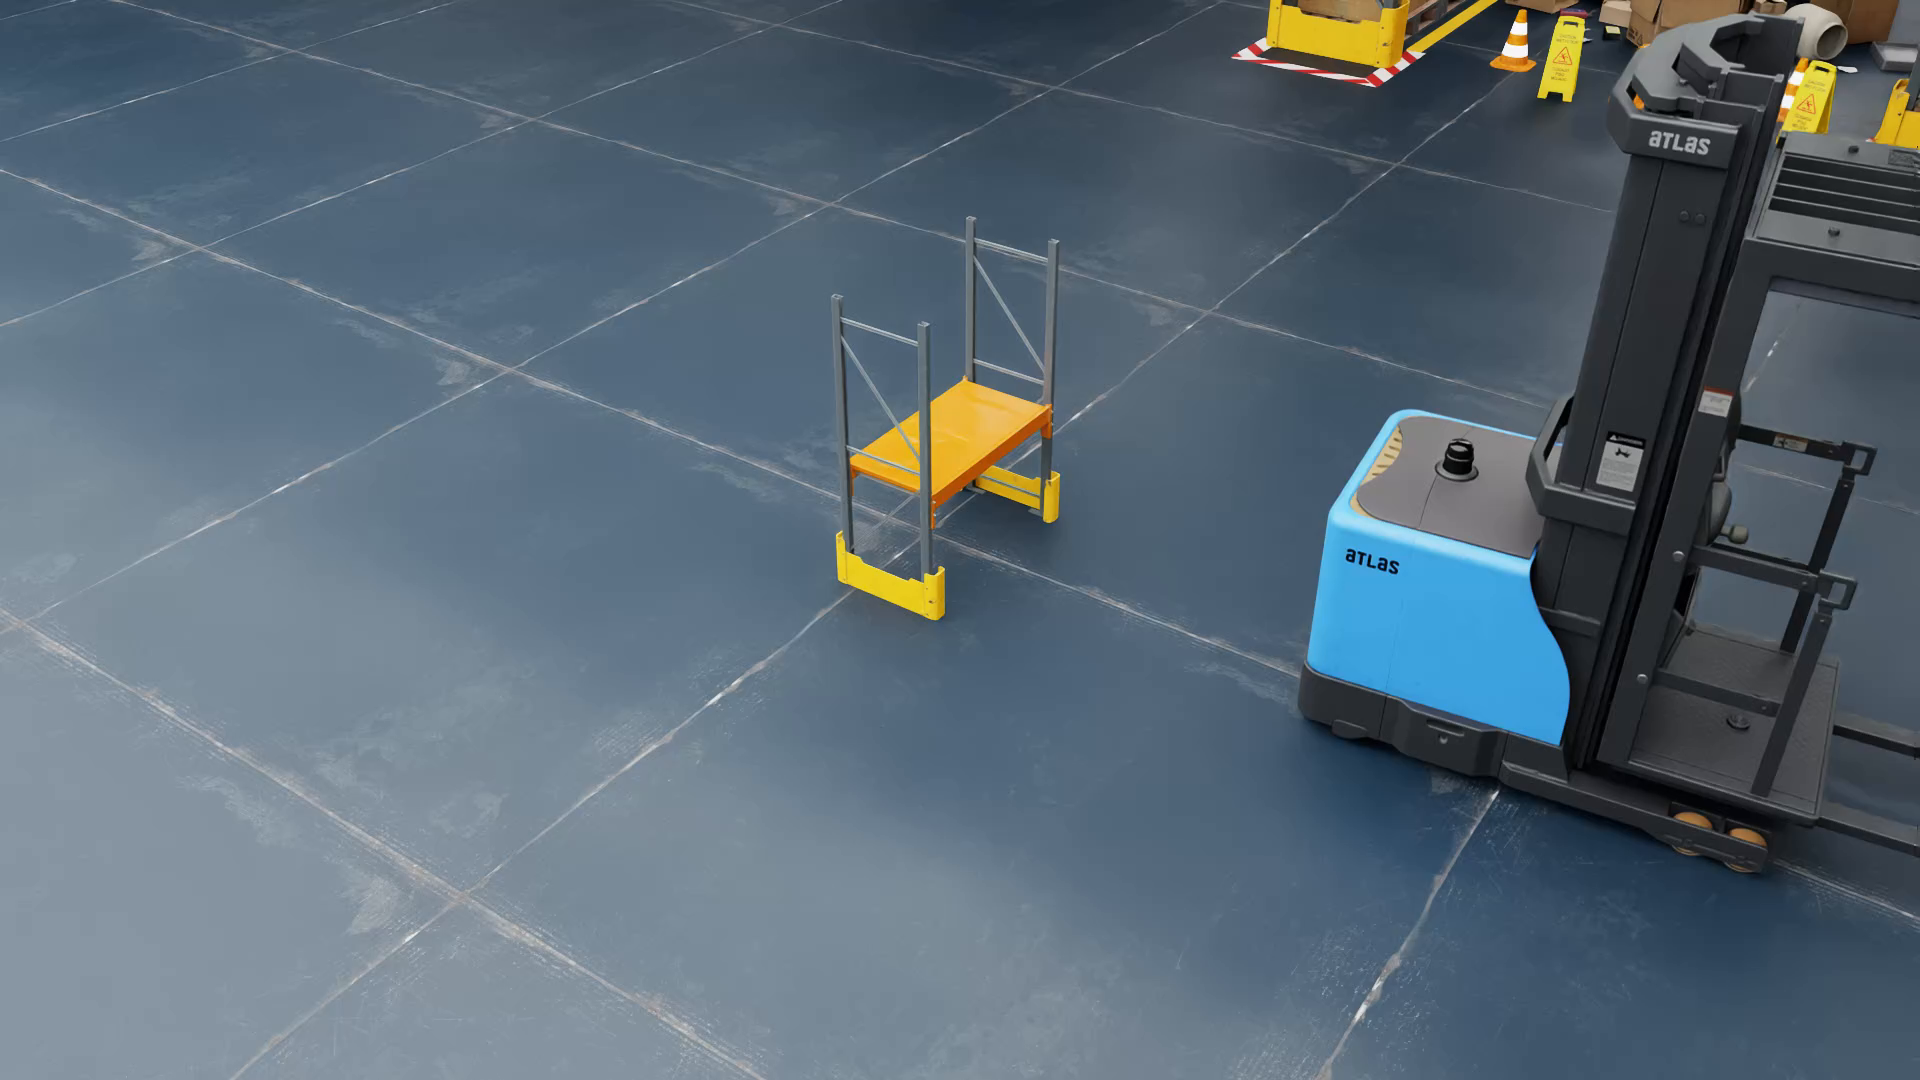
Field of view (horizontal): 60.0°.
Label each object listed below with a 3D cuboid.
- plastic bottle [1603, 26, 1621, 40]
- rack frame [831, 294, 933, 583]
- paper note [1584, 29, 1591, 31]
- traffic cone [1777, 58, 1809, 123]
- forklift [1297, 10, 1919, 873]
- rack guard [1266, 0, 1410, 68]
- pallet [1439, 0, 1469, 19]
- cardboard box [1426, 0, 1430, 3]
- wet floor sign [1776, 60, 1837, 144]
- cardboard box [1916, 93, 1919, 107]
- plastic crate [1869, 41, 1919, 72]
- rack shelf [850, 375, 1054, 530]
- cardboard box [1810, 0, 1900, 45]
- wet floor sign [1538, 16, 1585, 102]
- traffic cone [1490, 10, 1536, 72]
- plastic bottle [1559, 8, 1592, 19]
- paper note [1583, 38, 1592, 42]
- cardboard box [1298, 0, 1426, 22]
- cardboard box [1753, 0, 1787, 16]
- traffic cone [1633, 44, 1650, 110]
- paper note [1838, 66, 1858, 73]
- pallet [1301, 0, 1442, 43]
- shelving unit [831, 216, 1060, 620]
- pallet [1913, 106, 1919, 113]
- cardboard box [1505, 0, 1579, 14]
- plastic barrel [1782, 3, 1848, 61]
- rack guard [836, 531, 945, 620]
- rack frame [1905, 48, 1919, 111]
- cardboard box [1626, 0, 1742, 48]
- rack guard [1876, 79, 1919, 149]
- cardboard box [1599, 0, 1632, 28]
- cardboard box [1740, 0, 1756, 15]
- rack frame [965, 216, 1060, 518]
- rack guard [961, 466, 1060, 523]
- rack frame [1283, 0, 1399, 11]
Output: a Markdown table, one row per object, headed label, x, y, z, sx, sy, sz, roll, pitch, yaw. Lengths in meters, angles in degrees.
| label | x | y | z | sx | sy | sz | roll | pitch | yaw |
| --- | --- | --- | --- | --- | --- | --- | --- | --- | --- |
| plastic bottle | 5.857 | -4.568 | 14.950 | 0.133 | 0.061 | 0.283 | 8 | 35 | 12 |
| rack frame | -0.338 | -0.348 | 7.426 | 0.500 | 1.500 | 0.032 | 21 | 39 | 28 |
| paper note | 5.663 | -4.627 | 15.083 | 0.123 | 0.001 | 0.032 | -15 | 37 | -21 |
| traffic cone | 6.592 | -3.560 | 13.101 | 0.336 | 0.463 | 0.334 | 21 | 39 | 28 |
| forklift | 2.982 | -0.284 | 6.053 | 3.031 | 2.935 | 1.130 | 17 | 37 | 23 |
| rack guard | 3.268 | -4.489 | 14.441 | 1.175 | 0.500 | 0.348 | 21 | 39 | 28 |
| pallet | 4.370 | -5.332 | 15.947 | 1.003 | 0.211 | 1.213 | 21 | 39 | 28 |
| cardboard box | 4.114 | -5.568 | 15.328 | 0.875 | 0.875 | 0.875 | 21 | 39 | 27 |
| wet floor sign | 6.419 | -3.280 | 12.524 | 0.232 | 0.644 | 0.267 | -22 | 40 | -29 |
| cardboard box | 7.660 | -3.505 | 12.834 | 0.500 | 0.250 | 0.500 | 21 | 39 | 28 |
| plastic crate | 8.118 | -4.172 | 14.347 | 0.402 | 0.080 | 0.583 | 8 | 35 | 12 |
| rack shelf | -0.049 | -0.433 | 7.873 | 0.538 | 0.185 | 1.000 | 21 | 39 | 28 |
| cardboard box | 7.958 | -4.749 | 14.823 | 0.500 | 0.500 | 0.500 | -9 | 35 | -13 |
| wet floor sign | 4.892 | -3.914 | 13.462 | 0.267 | 0.644 | 0.232 | 14 | 37 | 20 |
| traffic cone | 4.751 | -4.275 | 14.159 | 0.336 | 0.463 | 0.334 | 21 | 39 | 28 |
| plastic bottle | 5.705 | -4.876 | 15.405 | 0.283 | 0.061 | 0.133 | 8 | 35 | 12 |
| paper note | 5.547 | -4.465 | 14.827 | 0.142 | 0.017 | 0.144 | -22 | 40 | -29 |
| cardboard box | 3.614 | -5.162 | 14.728 | 0.875 | 0.875 | 0.875 | 21 | 40 | 28 |
| cardboard box | 7.459 | -5.020 | 15.436 | 0.258 | 0.266 | 0.396 | -3 | 34 | -4 |
| traffic cone | 5.486 | -3.758 | 13.394 | 0.336 | 0.463 | 0.334 | 21 | 39 | 28 |
| paper note | 7.563 | -4.013 | 14.156 | 0.142 | 0.019 | 0.148 | 8 | 35 | 12 |
| pallet | 3.674 | -4.773 | 15.120 | 1.003 | 0.211 | 1.213 | 21 | 39 | 28 |
| shelving unit | -0.043 | -0.586 | 7.778 | 0.587 | 1.500 | 1.083 | 21 | 39 | 28 |
| pallet | 7.942 | -3.243 | 12.857 | 1.003 | 0.211 | 1.213 | 21 | 39 | 28 |
| cardboard box | 5.521 | -5.300 | 15.638 | 0.500 | 0.500 | 0.500 | 29 | 44 | 36 |
| plastic barrel | 7.340 | -4.368 | 14.331 | 0.421 | 0.421 | 0.512 | -9 | 35 | -13 |
| rack guard | -0.327 | 0.161 | 7.789 | 0.587 | 0.250 | 0.087 | 21 | 39 | 28 |
| rack frame | 7.406 | -4.001 | 11.488 | 1.000 | 3.000 | 0.127 | 21 | 39 | 28 |
| cardboard box | 6.328 | -4.584 | 14.579 | 0.797 | 0.503 | 0.637 | -3 | 34 | -4 |
| rack guard | 7.450 | -3.000 | 12.240 | 1.175 | 0.500 | 0.348 | 21 | 39 | 28 |
| cardboard box | 6.096 | -4.864 | 15.206 | 0.396 | 0.266 | 0.258 | 29 | 44 | 36 |
| cardboard box | 6.854 | -5.073 | 15.181 | 0.797 | 0.637 | 0.503 | 21 | 39 | 28 |
| rack frame | 0.241 | -0.816 | 8.118 | 0.500 | 1.500 | 0.032 | 21 | 39 | 28 |
| rack guard | 0.240 | -0.298 | 8.467 | 0.587 | 0.250 | 0.087 | 21 | 39 | 28 |
| rack frame | 3.282 | -5.535 | 13.758 | 1.000 | 3.000 | 0.127 | 21 | 39 | 28 |
